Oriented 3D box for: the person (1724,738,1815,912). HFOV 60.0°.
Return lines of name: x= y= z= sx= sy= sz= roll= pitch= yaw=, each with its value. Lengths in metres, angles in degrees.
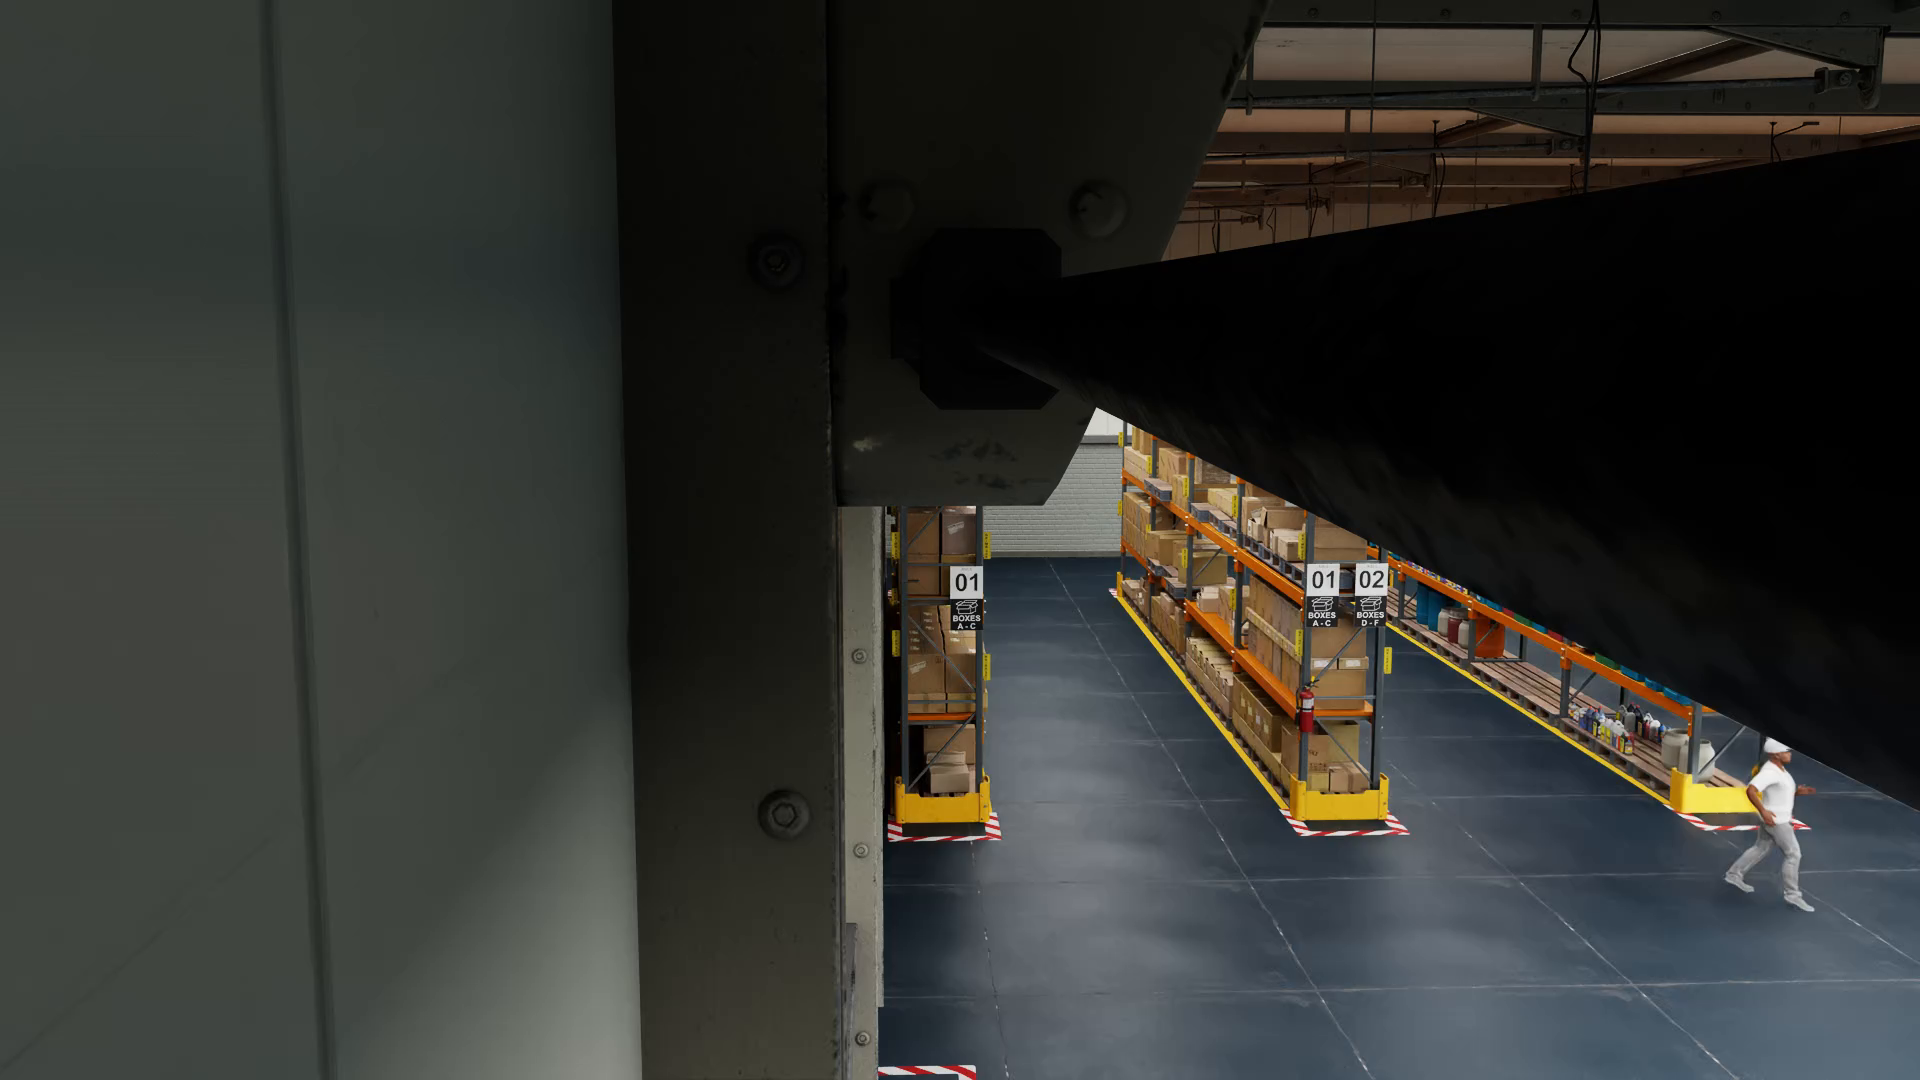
person: x=8.624 y=2.980 z=17.622 sx=0.868 sy=1.809 sz=0.685 roll=3 pitch=9 yaw=23
